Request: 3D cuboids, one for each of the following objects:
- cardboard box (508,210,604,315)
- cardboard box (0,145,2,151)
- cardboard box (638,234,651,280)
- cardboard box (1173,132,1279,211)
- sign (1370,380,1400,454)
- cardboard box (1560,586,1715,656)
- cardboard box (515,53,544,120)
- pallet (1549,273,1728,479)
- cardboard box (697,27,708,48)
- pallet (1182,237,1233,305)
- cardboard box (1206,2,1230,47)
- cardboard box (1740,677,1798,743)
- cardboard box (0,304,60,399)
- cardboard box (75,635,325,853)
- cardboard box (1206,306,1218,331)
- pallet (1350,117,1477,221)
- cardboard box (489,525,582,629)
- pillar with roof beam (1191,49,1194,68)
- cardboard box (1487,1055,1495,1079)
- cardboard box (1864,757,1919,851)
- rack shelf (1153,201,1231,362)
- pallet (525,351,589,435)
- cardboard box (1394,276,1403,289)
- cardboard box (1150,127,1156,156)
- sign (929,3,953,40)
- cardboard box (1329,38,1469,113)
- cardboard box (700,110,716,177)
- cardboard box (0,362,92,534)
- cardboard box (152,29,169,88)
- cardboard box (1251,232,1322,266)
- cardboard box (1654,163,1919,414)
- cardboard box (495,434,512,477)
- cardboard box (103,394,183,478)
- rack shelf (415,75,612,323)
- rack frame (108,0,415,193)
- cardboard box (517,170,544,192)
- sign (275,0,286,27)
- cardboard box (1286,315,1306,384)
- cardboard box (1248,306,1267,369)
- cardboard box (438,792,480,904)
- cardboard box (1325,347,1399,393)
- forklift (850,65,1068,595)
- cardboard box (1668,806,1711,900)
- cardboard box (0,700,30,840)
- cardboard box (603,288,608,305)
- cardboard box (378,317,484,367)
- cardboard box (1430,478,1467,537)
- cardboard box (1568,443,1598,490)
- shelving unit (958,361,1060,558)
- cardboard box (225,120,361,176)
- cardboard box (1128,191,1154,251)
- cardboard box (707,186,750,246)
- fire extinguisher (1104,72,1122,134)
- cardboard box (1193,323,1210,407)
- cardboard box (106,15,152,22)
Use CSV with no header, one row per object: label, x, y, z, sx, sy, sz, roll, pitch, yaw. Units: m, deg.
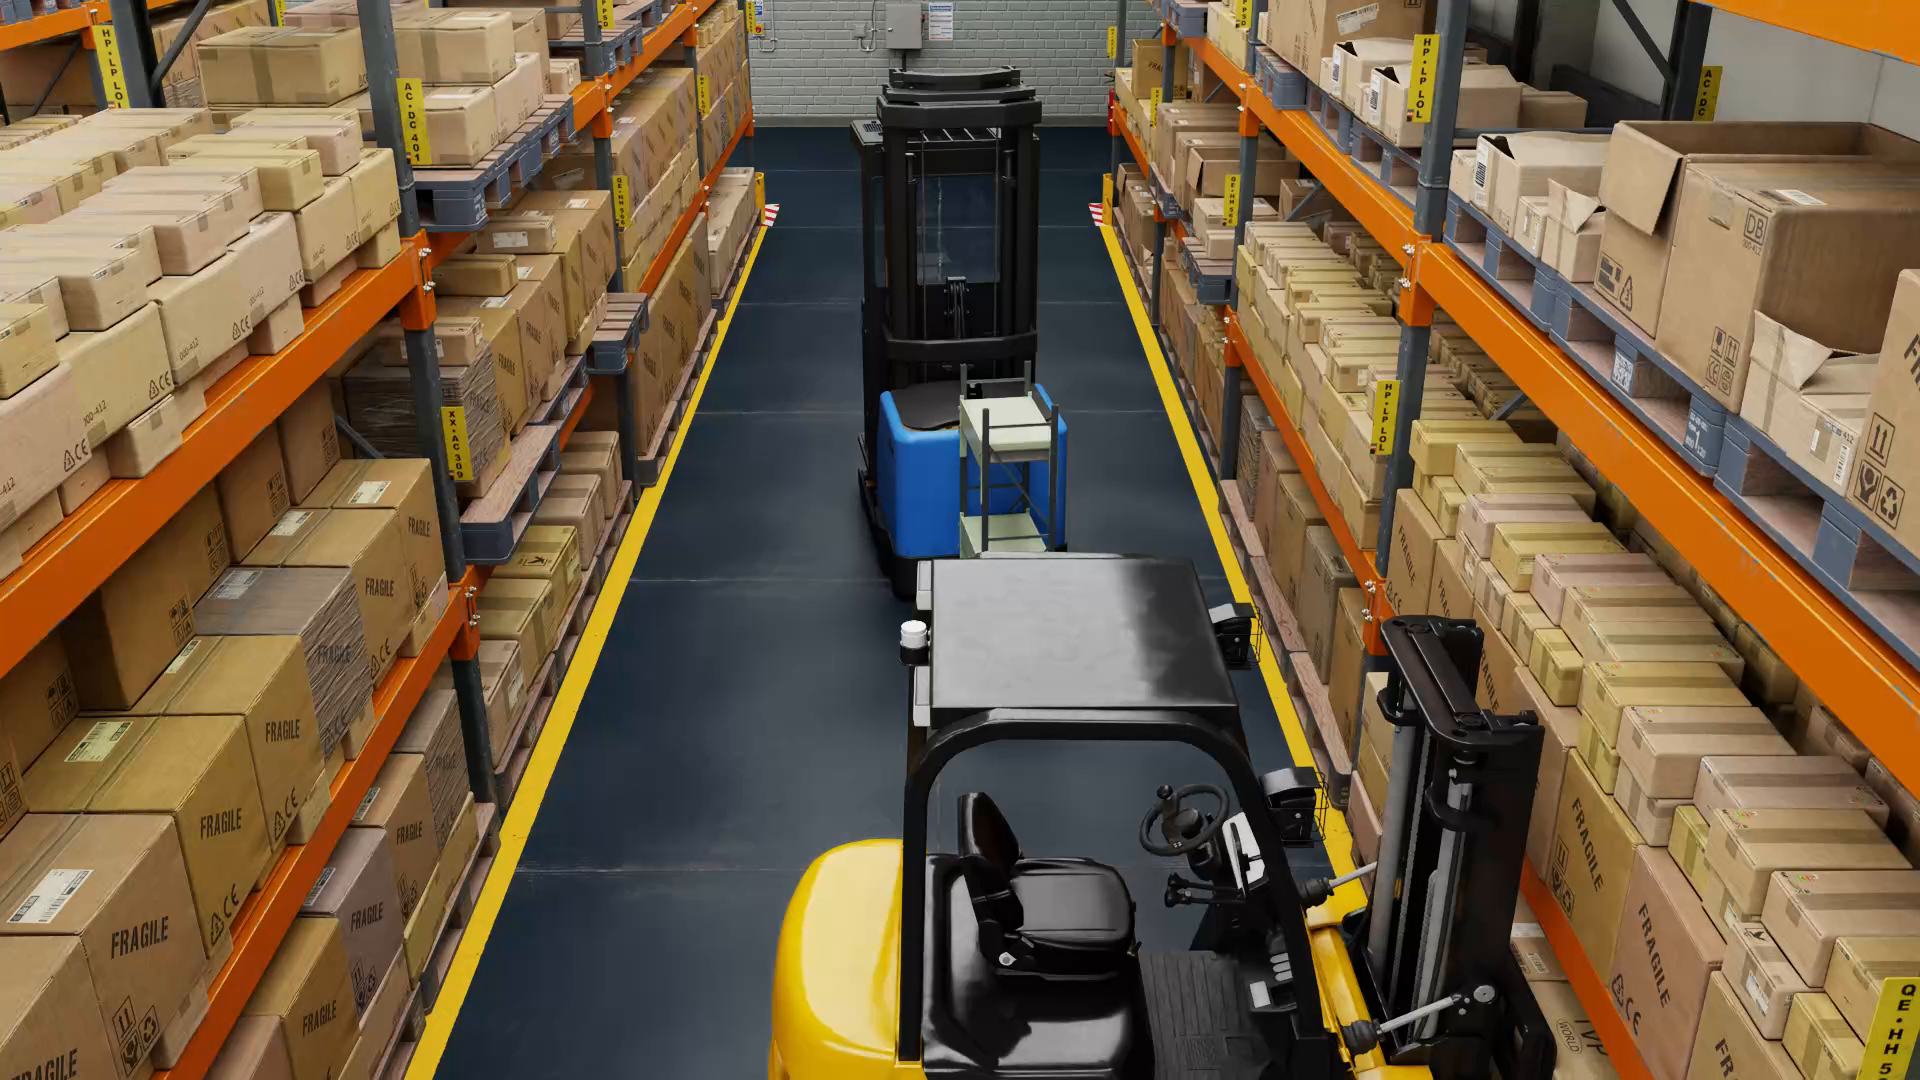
cardboard box,-2.392,-1.623,9.706,0.500,0.500,0.500,-1,24,-1
cardboard box,-7.471,-2.880,12.552,0.380,0.149,0.250,-1,24,-3
cardboard box,-2.468,-1.995,11.704,0.500,0.250,0.500,-1,24,-2
cardboard box,2.024,-2.821,12.717,0.700,0.500,0.500,0,24,-1
sign,1.773,-0.510,6.929,0.100,0.325,0.005,0,24,-1
cardboard box,2.136,0.264,5.257,0.380,0.149,0.250,0,24,0
cardboard box,-2.287,-2.150,7.896,0.500,0.250,0.500,-1,24,-1
pallet,2.361,-0.499,4.680,1.003,0.211,1.213,0,24,-1
cardboard box,-2.484,-4.539,15.024,0.380,0.149,0.250,0,24,-1
pallet,2.194,-1.865,11.466,1.213,0.211,1.003,0,24,-1
cardboard box,2.012,-3.595,11.602,0.500,0.250,0.500,0,24,-1
cardboard box,2.621,0.509,5.075,0.380,0.149,0.250,0,24,-1
cardboard box,-2.292,-0.427,3.751,0.380,0.149,0.250,0,24,-1
cardboard box,-2.361,0.637,5.220,0.500,0.500,0.500,-1,24,-2
cardboard box,2.060,-1.656,12.509,0.380,0.149,0.250,-1,24,-1
pallet,2.293,-1.668,7.390,0.805,0.209,1.217,-1,24,-3
cardboard box,-2.676,0.206,9.334,0.950,0.372,0.625,1,24,1
pillar with roof beam,-1.248,-8.799,19.285,9.100,9.000,0.400,0,24,-1
cardboard box,2.018,1.632,5.722,0.500,0.250,0.500,0,24,-1
cardboard box,2.595,0.688,4.318,0.380,0.149,0.250,0,24,0
rack shelf,2.250,-2.170,12.780,1.077,0.370,4.000,0,24,-1
pallet,-2.629,-0.747,8.994,1.003,0.211,1.213,0,24,-1
cardboard box,2.618,-1.356,9.199,0.380,0.149,0.250,-1,24,-1
cardboard box,1.979,-3.598,14.885,0.500,0.250,0.500,0,24,1
sign,-0.270,-7.263,23.284,0.329,0.494,0.001,0,24,-1
cardboard box,2.056,-2.202,7.815,0.500,0.311,0.500,-1,24,-2
cardboard box,-2.478,-3.538,14.811,0.500,0.500,0.500,1,24,1
cardboard box,-2.339,-0.203,3.740,0.500,0.250,0.500,-1,24,-1
cardboard box,-7.466,-4.271,14.858,0.500,0.500,0.500,-1,24,-2
cardboard box,1.985,-1.772,10.119,0.380,0.149,0.250,0,24,1
cardboard box,2.200,-0.630,4.110,0.700,0.500,0.500,0,24,0
cardboard box,-2.332,-0.410,7.812,0.380,0.149,0.250,0,24,1
cardboard box,-2.301,-0.276,4.385,0.380,0.149,0.250,0,24,0
rack shelf,-2.670,-1.864,8.465,1.077,0.370,4.000,0,24,-1
rack frame,-2.648,-2.735,5.876,1.000,3.000,0.127,0,24,-1
cardboard box,-2.959,-2.363,10.999,0.500,0.500,0.500,-1,24,-2
sign,-7.172,-5.548,17.588,0.100,0.325,0.005,0,24,-1
cardboard box,2.055,-1.016,8.933,0.500,0.250,0.500,0,24,0
cardboard box,2.033,-1.214,9.976,0.500,0.250,0.500,-1,24,-2
cardboard box,-2.372,1.303,7.057,0.500,0.250,0.500,1,24,2
cardboard box,1.983,-0.821,8.017,0.380,0.149,0.250,-1,24,-2
forklift,-0.098,-1.589,10.707,1.130,2.935,3.031,-4,25,-8
cardboard box,2.110,0.826,4.375,0.380,0.149,0.250,0,24,-1
cardboard box,-2.826,0.592,4.105,0.700,0.500,0.500,0,24,0
cardboard box,-2.377,-1.482,10.182,0.380,0.149,0.250,0,24,0
cardboard box,-2.299,-0.865,7.243,0.380,0.149,0.250,0,24,-1
cardboard box,2.060,-0.127,6.482,0.380,0.149,0.250,0,24,1
cardboard box,2.583,-0.268,6.433,0.380,0.149,0.250,-1,24,-2
shelving unit,0.257,-0.157,9.278,0.431,1.500,0.755,-4,25,-8
cardboard box,-2.346,-1.380,5.859,0.380,0.149,0.250,-1,24,-2
cardboard box,1.973,-3.199,16.707,0.500,0.500,0.500,0,24,0
cardboard box,-2.653,-3.321,17.053,0.875,0.438,0.875,0,24,1
fire extinguisher,1.721,-4.823,18.321,0.296,0.674,0.183,0,24,-1
cardboard box,2.049,-1.321,12.554,0.500,0.500,0.500,1,24,2
cardboard box,-7.983,-4.700,15.807,0.500,0.500,0.500,-1,24,-2
